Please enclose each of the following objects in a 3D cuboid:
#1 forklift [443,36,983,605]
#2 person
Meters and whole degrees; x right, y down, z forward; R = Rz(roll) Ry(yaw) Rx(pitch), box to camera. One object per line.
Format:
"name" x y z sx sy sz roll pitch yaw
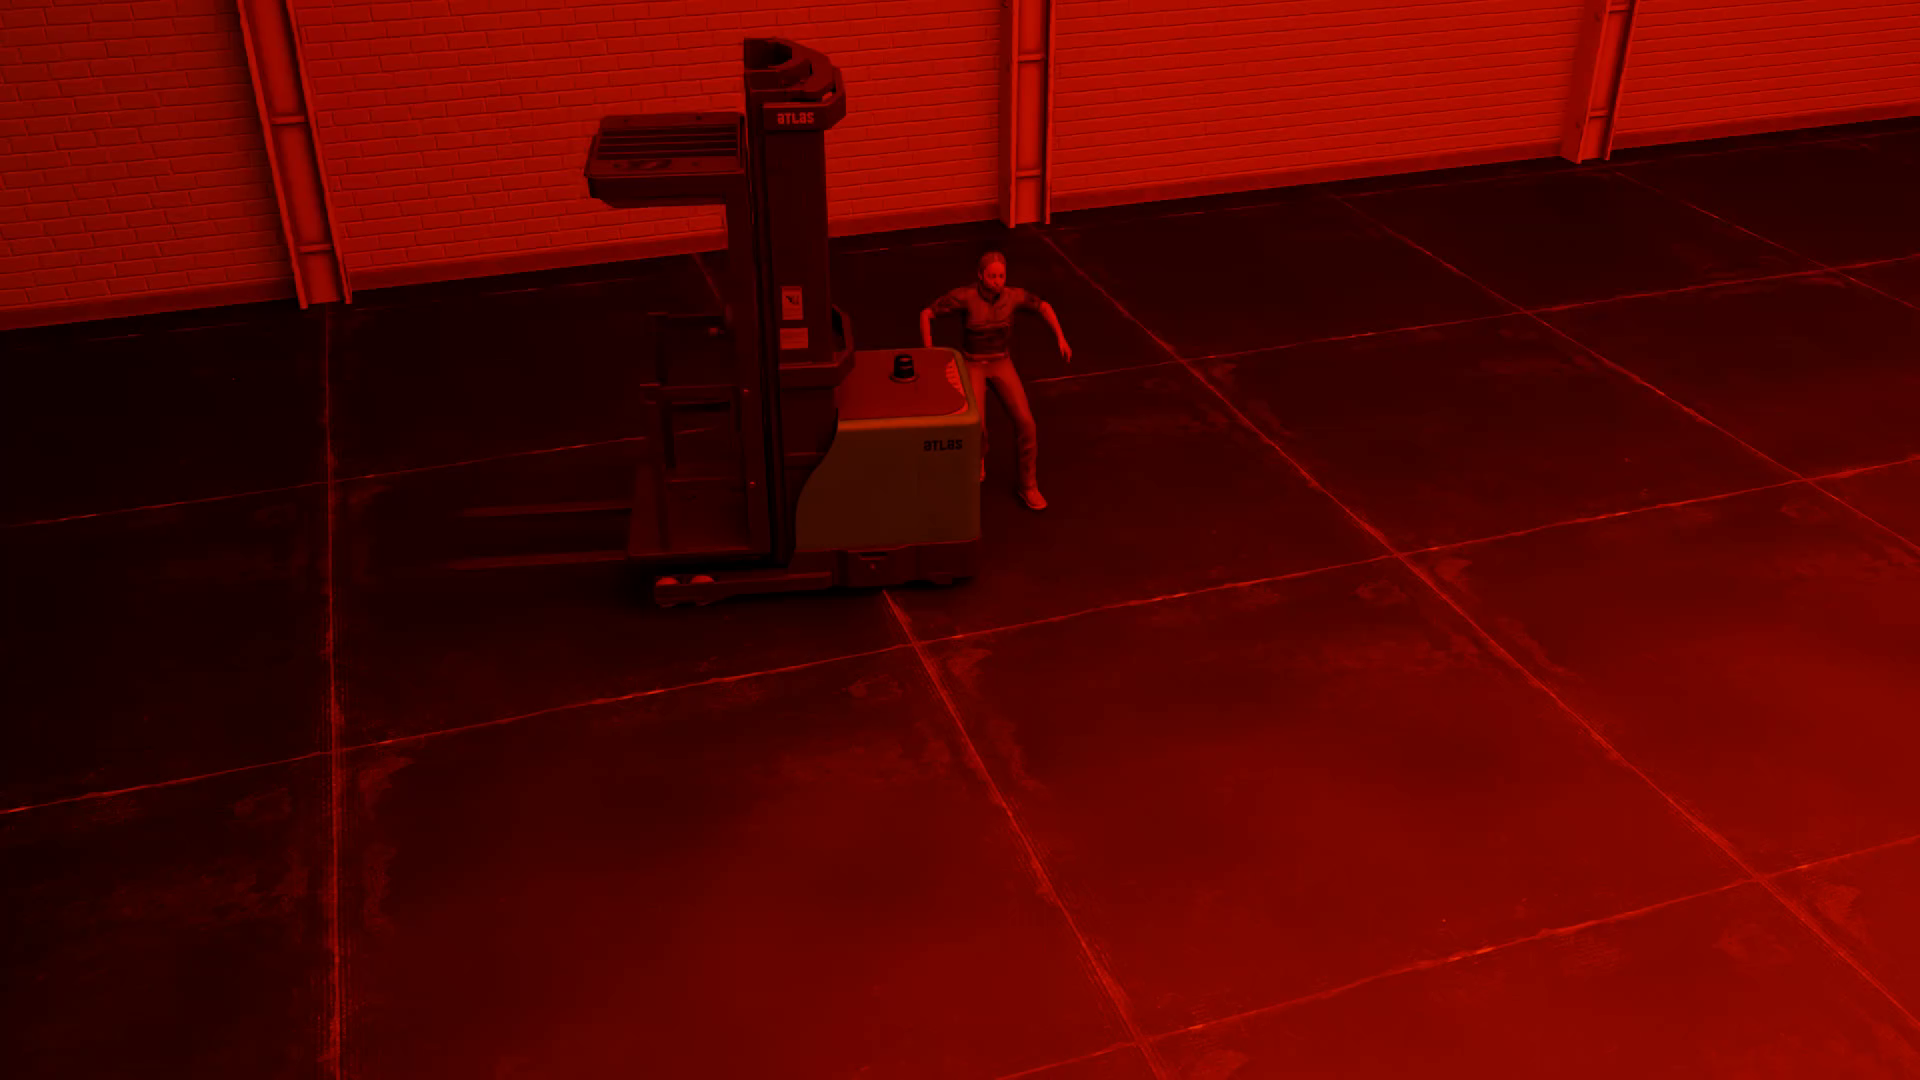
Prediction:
"forklift" -1.426 -1.171 9.122 3.031 2.935 1.130 -3 30 -6
"person" 0.245 -0.977 10.177 0.946 1.534 0.693 -6 30 -11
